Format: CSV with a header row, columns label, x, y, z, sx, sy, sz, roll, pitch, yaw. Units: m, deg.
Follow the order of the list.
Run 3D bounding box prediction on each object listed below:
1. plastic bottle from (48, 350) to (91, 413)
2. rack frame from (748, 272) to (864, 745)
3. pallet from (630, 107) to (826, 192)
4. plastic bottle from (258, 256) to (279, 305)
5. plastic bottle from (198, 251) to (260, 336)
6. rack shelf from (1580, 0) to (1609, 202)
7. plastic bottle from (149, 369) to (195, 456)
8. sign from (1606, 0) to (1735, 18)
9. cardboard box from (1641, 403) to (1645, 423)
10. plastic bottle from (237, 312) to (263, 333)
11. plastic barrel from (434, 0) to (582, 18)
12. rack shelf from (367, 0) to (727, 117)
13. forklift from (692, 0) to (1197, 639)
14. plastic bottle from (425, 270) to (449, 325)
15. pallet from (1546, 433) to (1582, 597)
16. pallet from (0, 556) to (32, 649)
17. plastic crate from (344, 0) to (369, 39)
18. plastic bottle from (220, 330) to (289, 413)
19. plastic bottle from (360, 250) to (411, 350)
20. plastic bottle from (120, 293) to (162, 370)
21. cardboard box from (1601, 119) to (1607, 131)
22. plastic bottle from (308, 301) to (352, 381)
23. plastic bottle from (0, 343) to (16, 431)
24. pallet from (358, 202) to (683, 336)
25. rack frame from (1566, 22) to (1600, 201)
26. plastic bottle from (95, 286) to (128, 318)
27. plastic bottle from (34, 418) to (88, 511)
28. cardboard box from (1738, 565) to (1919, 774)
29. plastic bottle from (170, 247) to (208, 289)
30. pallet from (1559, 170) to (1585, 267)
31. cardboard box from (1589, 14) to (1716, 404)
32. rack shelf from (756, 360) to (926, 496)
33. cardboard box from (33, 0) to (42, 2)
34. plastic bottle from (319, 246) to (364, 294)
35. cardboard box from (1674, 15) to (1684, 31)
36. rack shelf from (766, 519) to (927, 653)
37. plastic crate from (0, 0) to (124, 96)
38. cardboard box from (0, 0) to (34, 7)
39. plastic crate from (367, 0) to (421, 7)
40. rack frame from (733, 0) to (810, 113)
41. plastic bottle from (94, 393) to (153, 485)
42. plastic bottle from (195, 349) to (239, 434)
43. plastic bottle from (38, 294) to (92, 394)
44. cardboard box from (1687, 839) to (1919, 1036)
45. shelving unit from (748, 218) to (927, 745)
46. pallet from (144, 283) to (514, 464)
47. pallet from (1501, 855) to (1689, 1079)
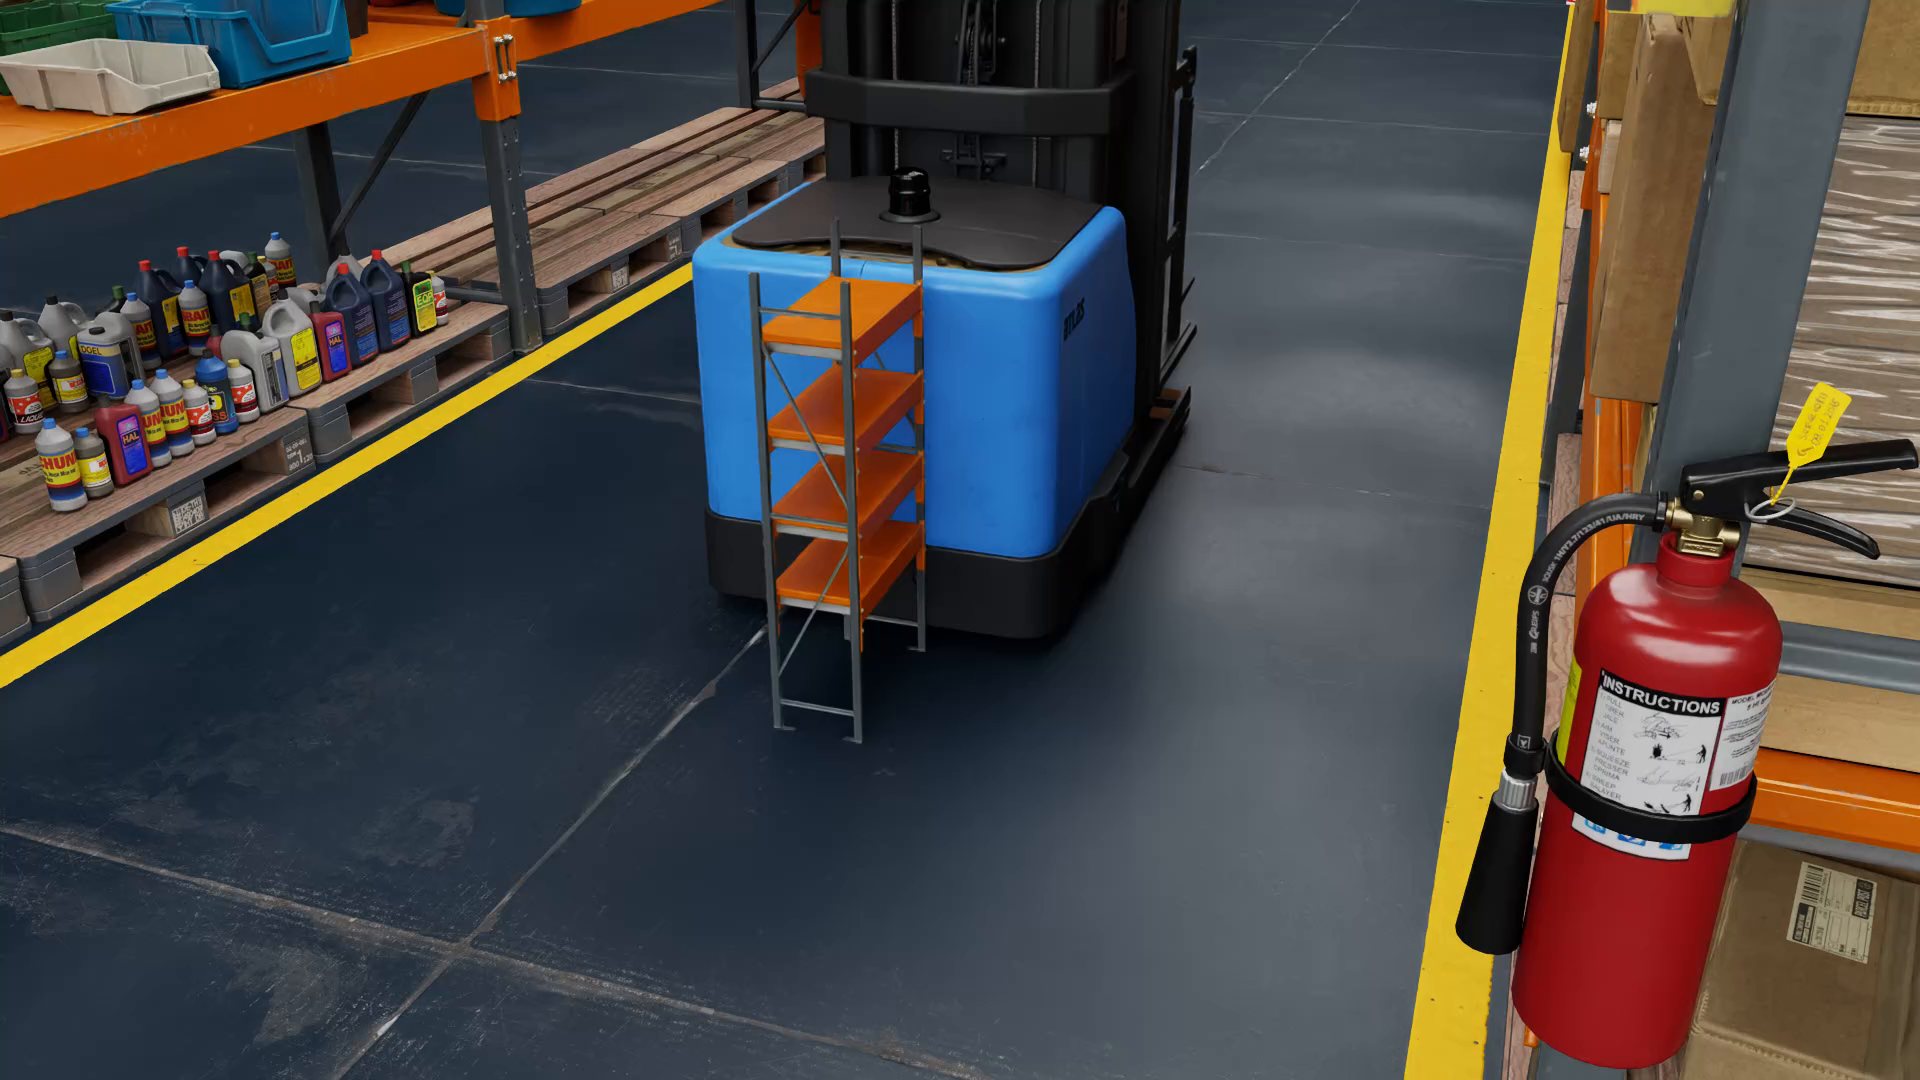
label,x,y,z,sx,sy,sz,roll,pitch,yaw
plastic bottle,-3.021,-0.541,5.631,0.097,0.201,0.097,0,26,0
rack frame,-0.359,-0.044,3.963,0.240,1.200,0.015,8,27,16
pallet,-1.186,-2.278,9.712,1.003,0.211,1.213,9,27,17
plastic bottle,-2.776,-1.031,6.644,0.097,0.201,0.097,0,26,0
plastic bottle,-2.747,-0.915,6.233,0.144,0.351,0.185,9,27,17
rack shelf,3.113,-1.982,6.726,1.077,0.370,4.000,9,27,17
plastic bottle,-2.510,-0.410,5.281,0.097,0.271,0.097,0,26,0
sign,0.600,-0.592,1.339,0.100,0.325,0.005,9,27,17
cardboard box,1.233,-0.187,2.483,0.380,0.149,0.250,9,27,17
plastic bottle,-2.442,-0.664,5.791,0.061,0.283,0.133,9,27,17
plastic barrel,-1.809,-2.542,6.483,0.600,0.901,0.708,9,27,17
rack shelf,-1.557,-2.700,8.210,1.077,0.370,4.000,9,27,17
forklift,0.206,-1.670,5.336,1.130,2.935,3.031,8,27,16
plastic bottle,-2.050,-0.946,6.468,0.097,0.201,0.097,0,26,0
pallet,2.257,0.053,4.899,1.003,0.211,1.213,9,27,17
pallet,-3.298,0.326,4.335,1.003,0.211,1.213,9,27,17
plastic crate,-2.517,-1.977,5.963,0.767,0.338,0.504,9,27,17
plastic bottle,-2.395,-0.590,5.647,0.152,0.276,0.135,9,27,18
plastic bottle,-2.166,-0.901,6.204,0.144,0.351,0.185,8,27,16
plastic bottle,-2.959,-0.757,5.997,0.097,0.271,0.097,0,26,0
cardboard box,1.997,-1.225,4.626,0.380,0.149,0.250,9,27,17
plastic bottle,-2.244,-0.719,5.905,0.061,0.283,0.133,11,28,21
plastic bottle,-3.200,-0.505,5.472,0.152,0.276,0.135,8,27,16
pallet,-1.998,-1.275,7.641,1.003,0.211,1.213,9,27,17
rack frame,3.779,-3.127,8.267,1.000,3.000,0.127,9,27,17
plastic bottle,-3.040,-0.766,6.003,0.061,0.283,0.133,10,28,20
plastic bottle,-2.657,-0.228,4.905,0.097,0.271,0.097,0,26,0
cardboard box,1.017,0.126,1.836,0.380,0.149,0.250,9,27,17
plastic bottle,-2.883,-0.936,6.276,0.144,0.351,0.185,10,27,19
pallet,3.517,-1.551,8.212,1.003,0.211,1.213,9,27,17
cardboard box,1.379,-0.464,2.309,0.875,0.500,0.500,9,27,17
rack shelf,-0.284,-0.286,4.104,0.258,0.148,0.480,8,27,16
cardboard box,-5.671,-3.304,10.661,0.500,0.311,0.500,8,27,17
plastic bottle,-2.301,-0.922,6.247,0.144,0.351,0.185,9,27,17
cardboard box,1.228,-0.937,2.139,0.500,0.500,0.500,9,27,17
rack shelf,-0.284,0.095,4.288,0.258,0.148,0.480,8,27,16
plastic crate,-2.941,-1.590,5.334,0.450,0.188,0.662,9,27,17
cardboard box,-6.180,-3.380,10.818,0.500,0.311,0.500,8,27,16
plastic crate,-2.350,-2.474,6.844,0.402,0.464,0.583,9,27,17
rack frame,-0.892,-3.846,9.751,1.000,3.000,0.127,9,27,17
plastic bottle,-2.564,-0.324,5.089,0.061,0.283,0.133,9,27,18
plastic bottle,-2.442,-0.493,5.453,0.097,0.271,0.097,0,26,0
plastic bottle,-3.087,-0.684,5.755,0.144,0.351,0.185,9,27,17
cardboard box,1.507,0.591,2.973,0.500,0.500,0.500,17,30,31
shelving unit,-0.284,-0.145,4.172,0.258,1.200,0.503,8,27,16
pallet,-2.486,-0.677,6.406,1.003,0.211,1.213,9,27,17
pallet,1.446,1.055,2.828,1.003,0.211,1.213,9,27,17
